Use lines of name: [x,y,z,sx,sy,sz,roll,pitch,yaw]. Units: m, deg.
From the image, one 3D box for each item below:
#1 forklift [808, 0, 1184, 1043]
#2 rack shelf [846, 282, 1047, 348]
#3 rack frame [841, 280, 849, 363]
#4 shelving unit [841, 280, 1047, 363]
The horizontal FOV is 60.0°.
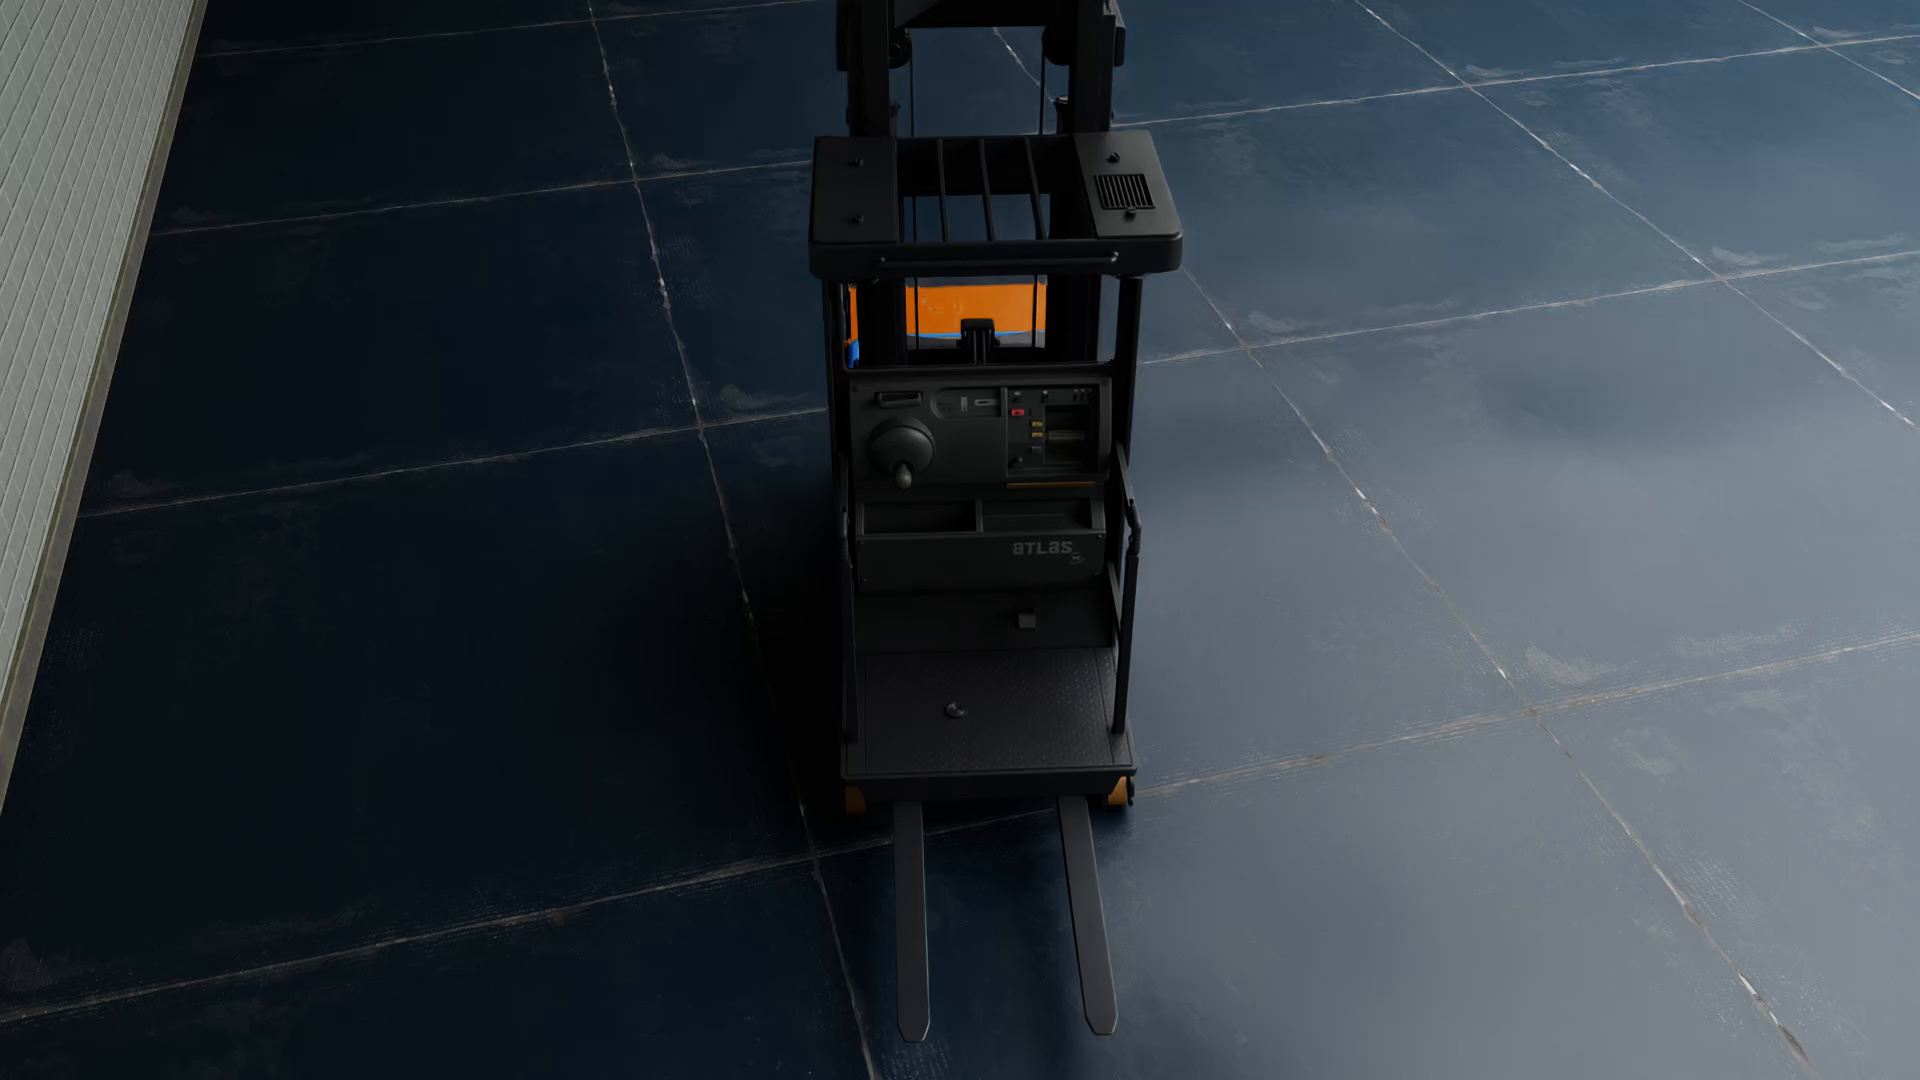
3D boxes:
forklift: [0.087,-0.317,5.752,1.130,2.935,3.031,-2,37,-2]
rack shelf: [-0.017,-0.932,7.561,1.000,0.278,0.538,-2,37,-3]
rack frame: [-0.524,-0.680,7.713,0.032,1.125,0.500,-2,37,-3]
shelving unit: [-0.017,-0.700,7.739,1.048,1.125,0.538,-2,37,-3]
